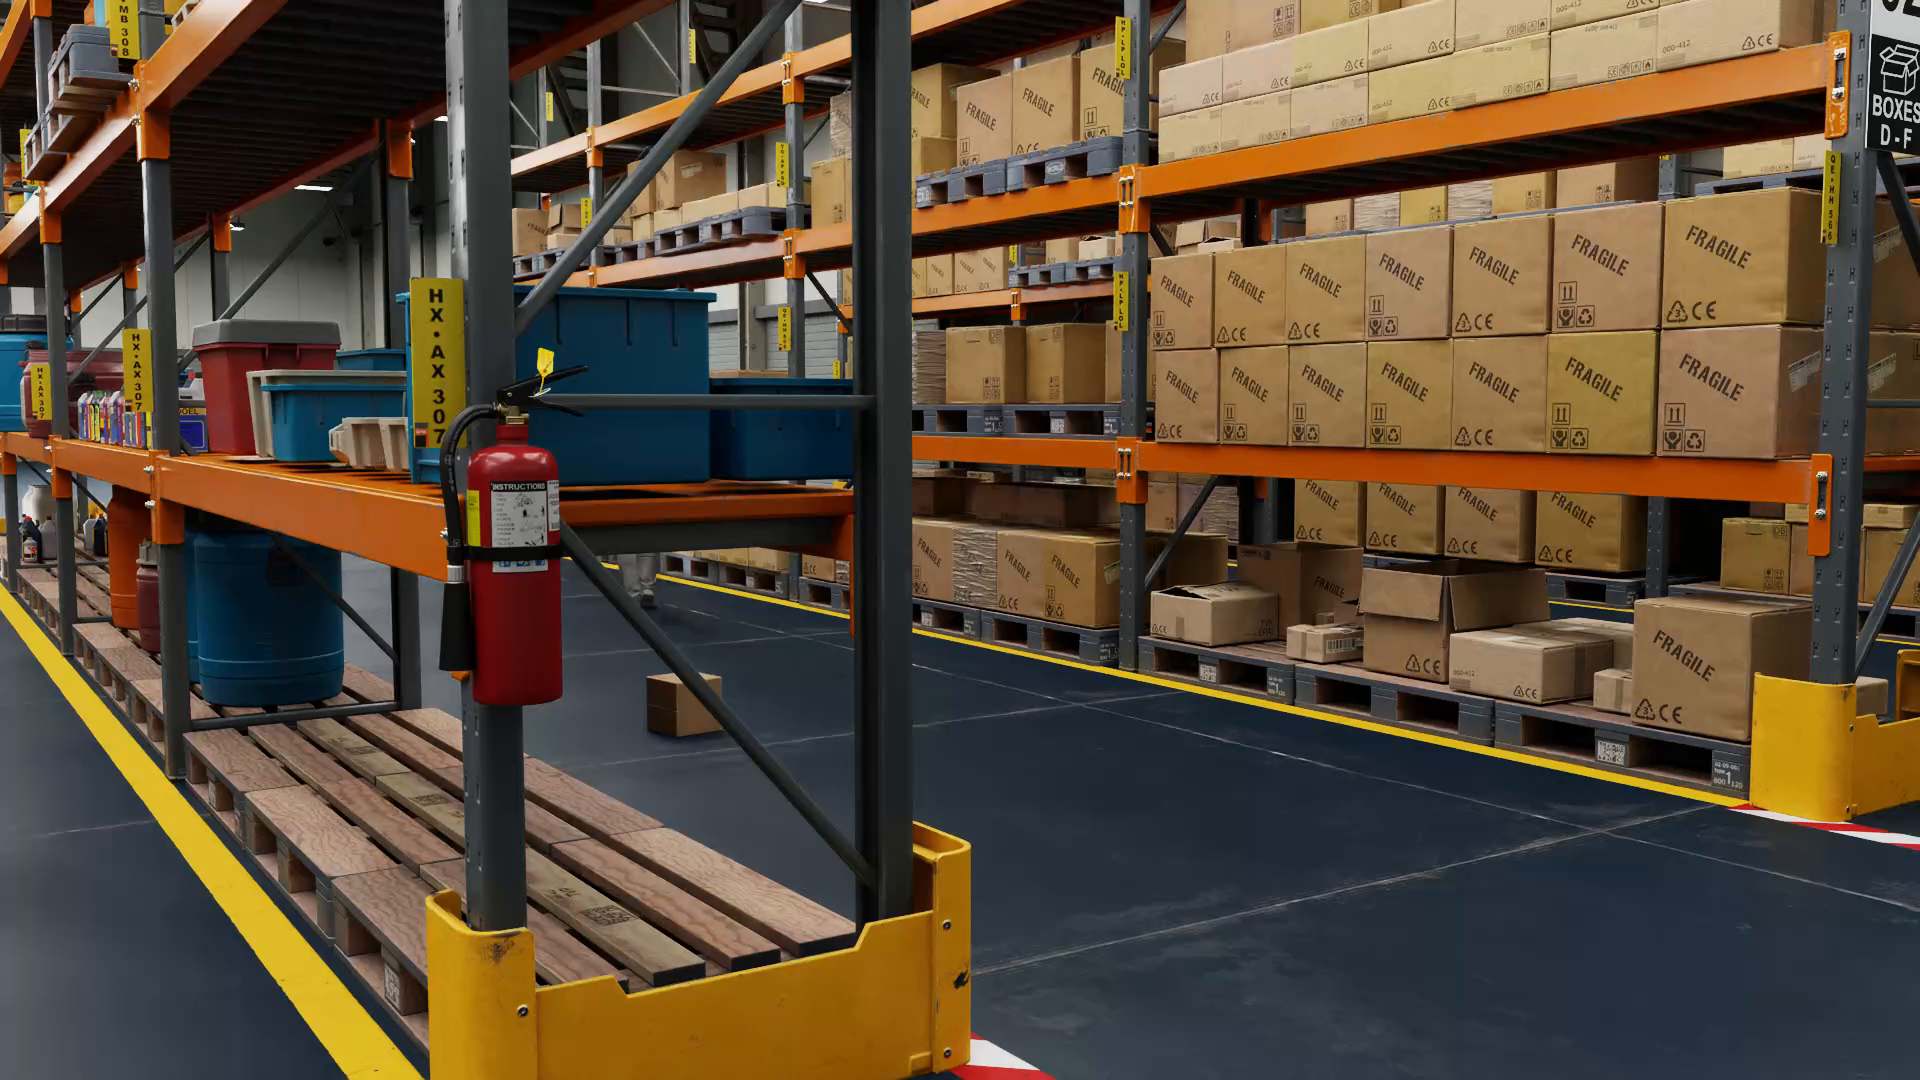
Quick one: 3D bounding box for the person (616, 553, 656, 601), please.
[{"bbox_3d":[-2.415,-0.305,12.205,0.448,1.464,0.515,-2,5,-25],"label":"person"}]
